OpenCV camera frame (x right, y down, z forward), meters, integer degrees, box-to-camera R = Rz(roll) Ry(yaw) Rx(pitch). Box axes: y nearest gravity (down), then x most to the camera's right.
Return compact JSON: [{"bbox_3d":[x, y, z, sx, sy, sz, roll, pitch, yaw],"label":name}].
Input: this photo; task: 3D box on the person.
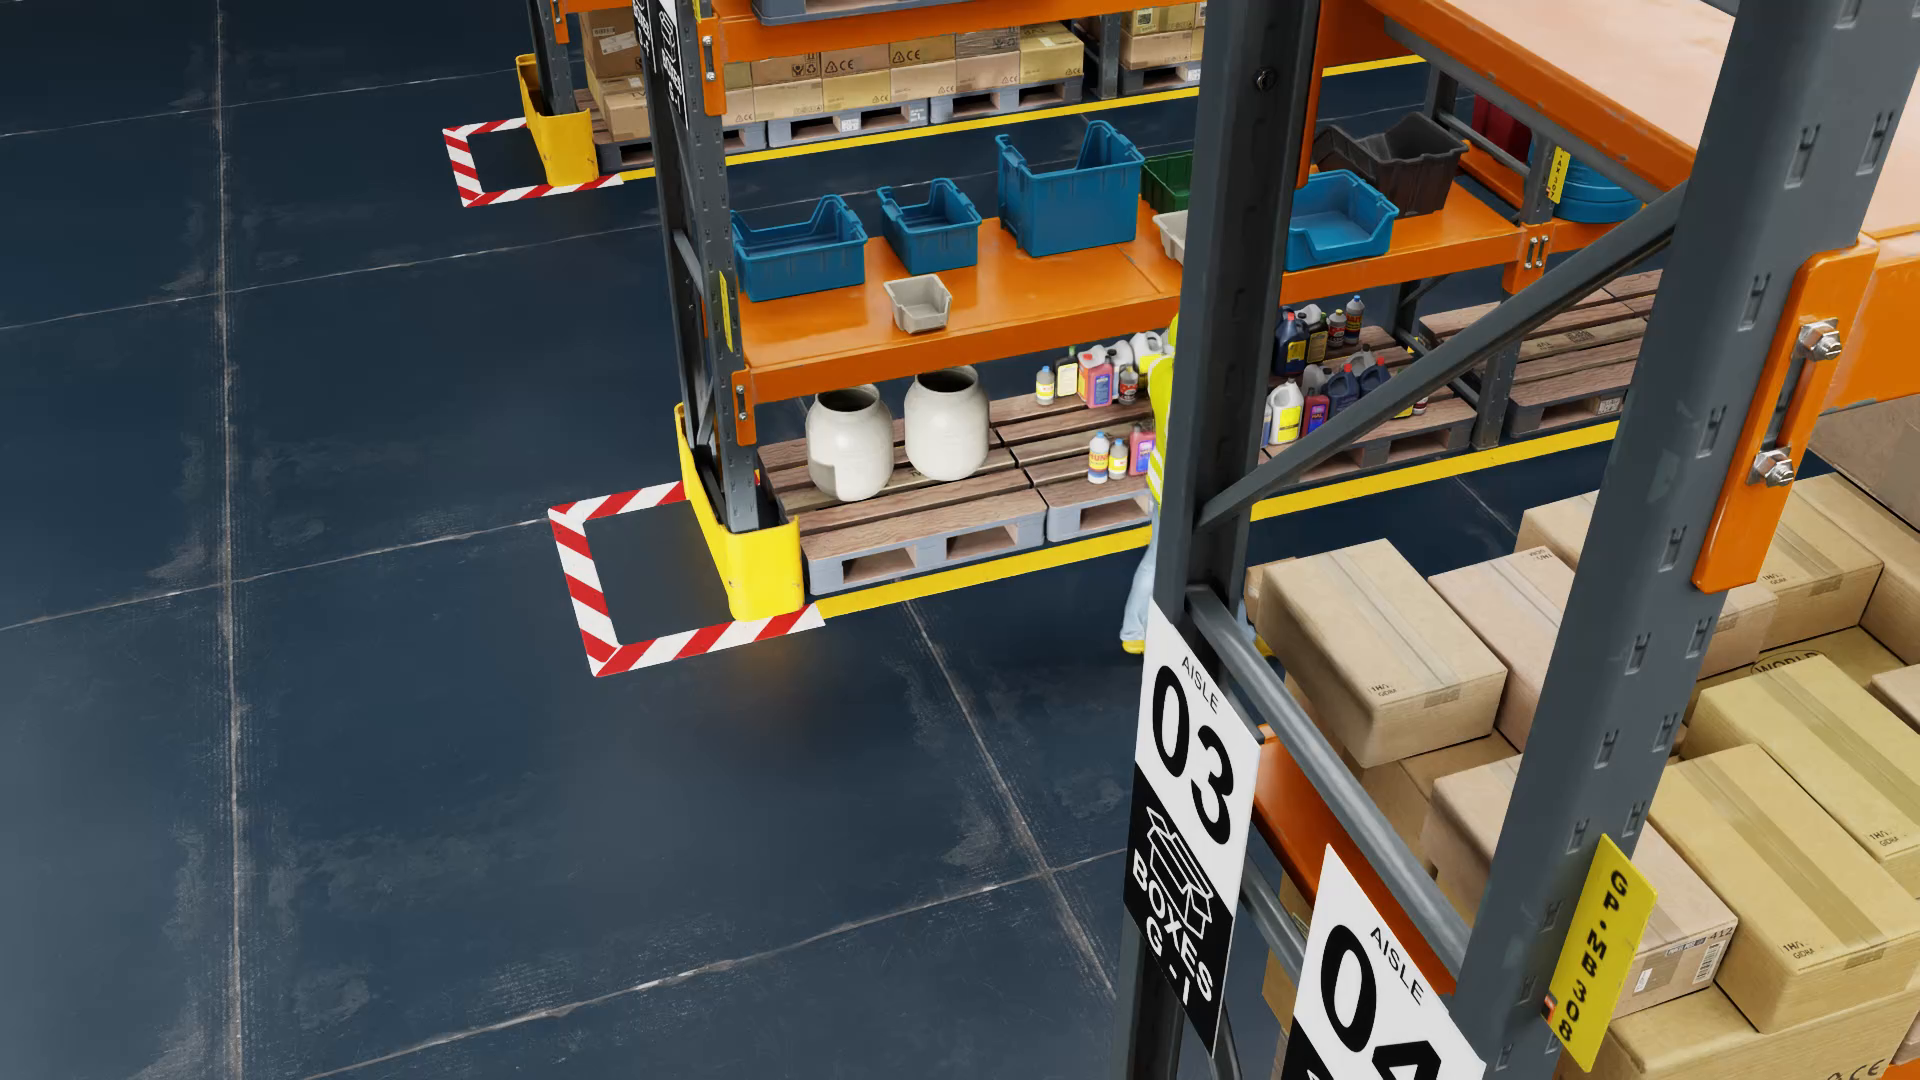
[{"bbox_3d":[1.094,-0.226,7.051,0.752,1.751,0.589,-8,38,-10],"label":"person"}]
